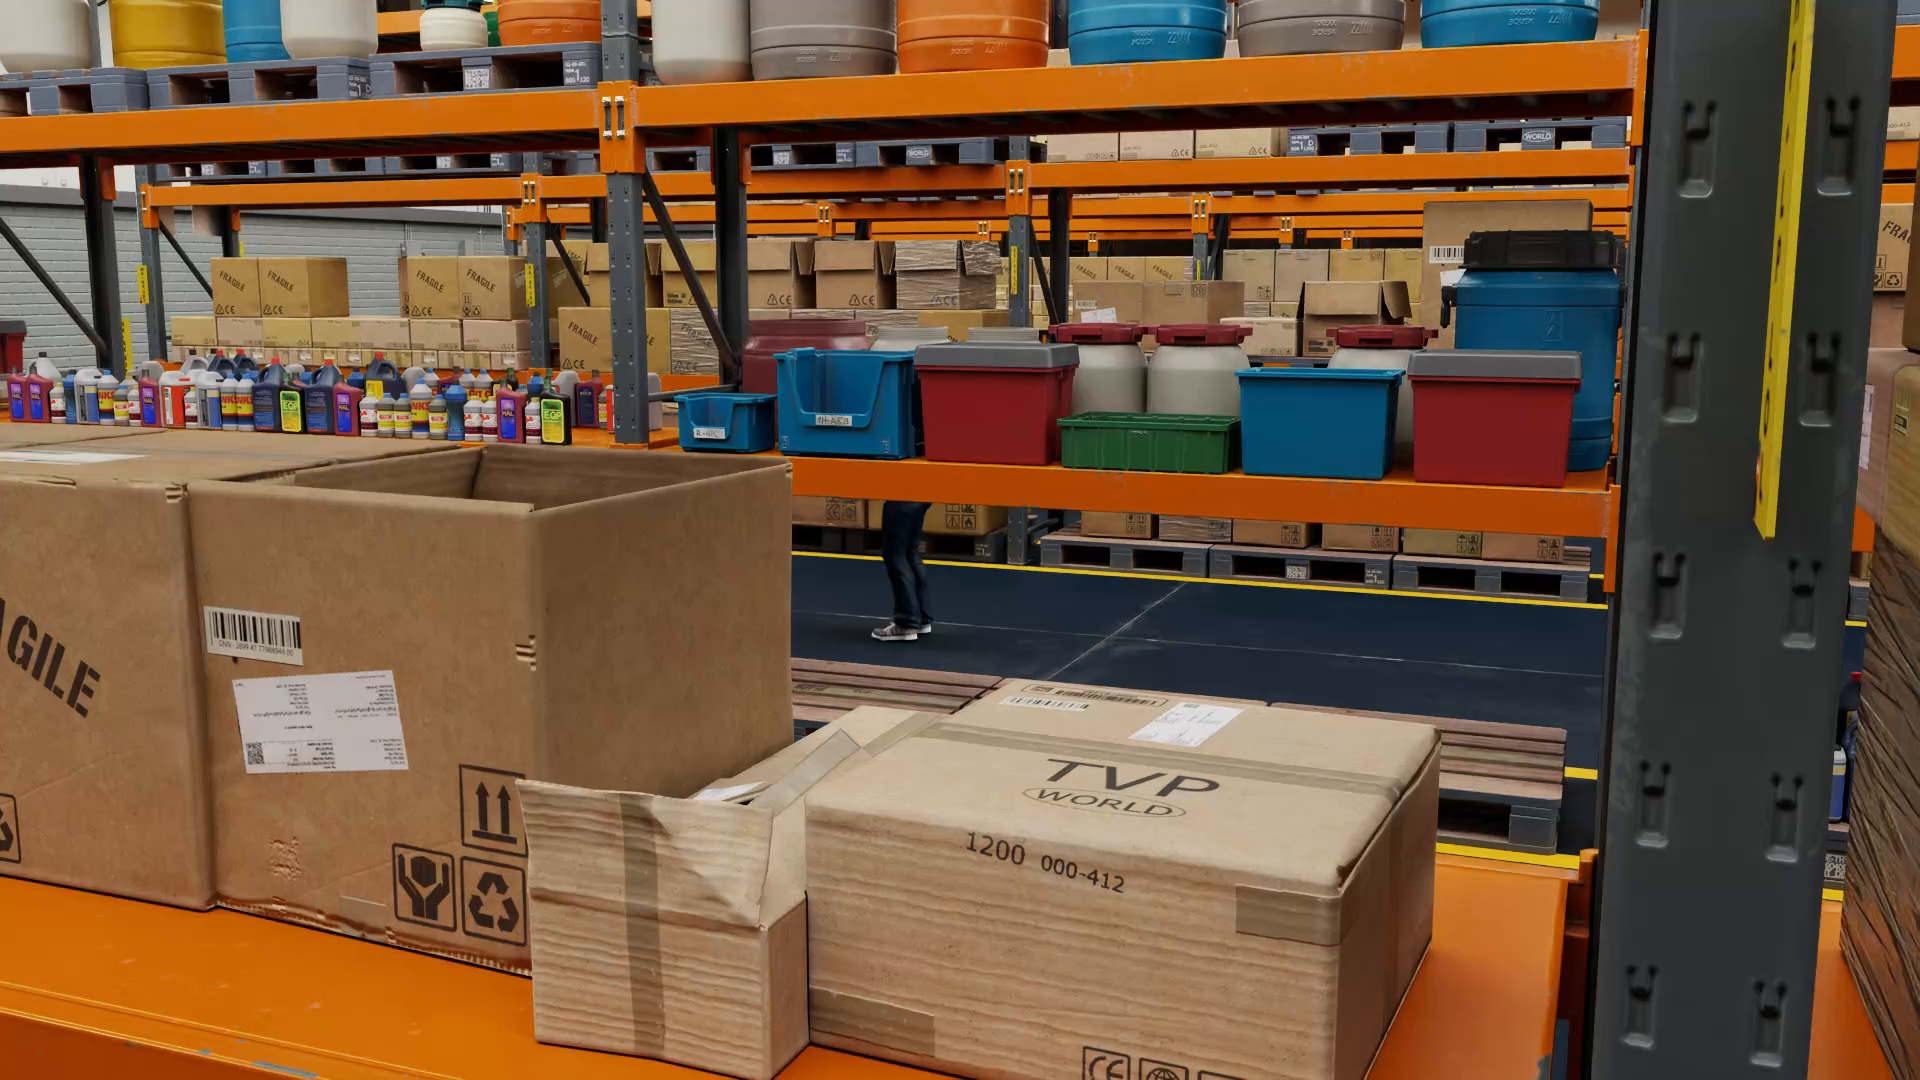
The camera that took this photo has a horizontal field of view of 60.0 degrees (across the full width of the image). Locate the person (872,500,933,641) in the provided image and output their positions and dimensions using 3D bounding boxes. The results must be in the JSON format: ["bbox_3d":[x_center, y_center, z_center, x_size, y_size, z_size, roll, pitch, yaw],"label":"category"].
[{"bbox_3d":[-0.389,-0.235,9.411,0.494,1.592,0.404,4,10,22],"label":"person"}]
